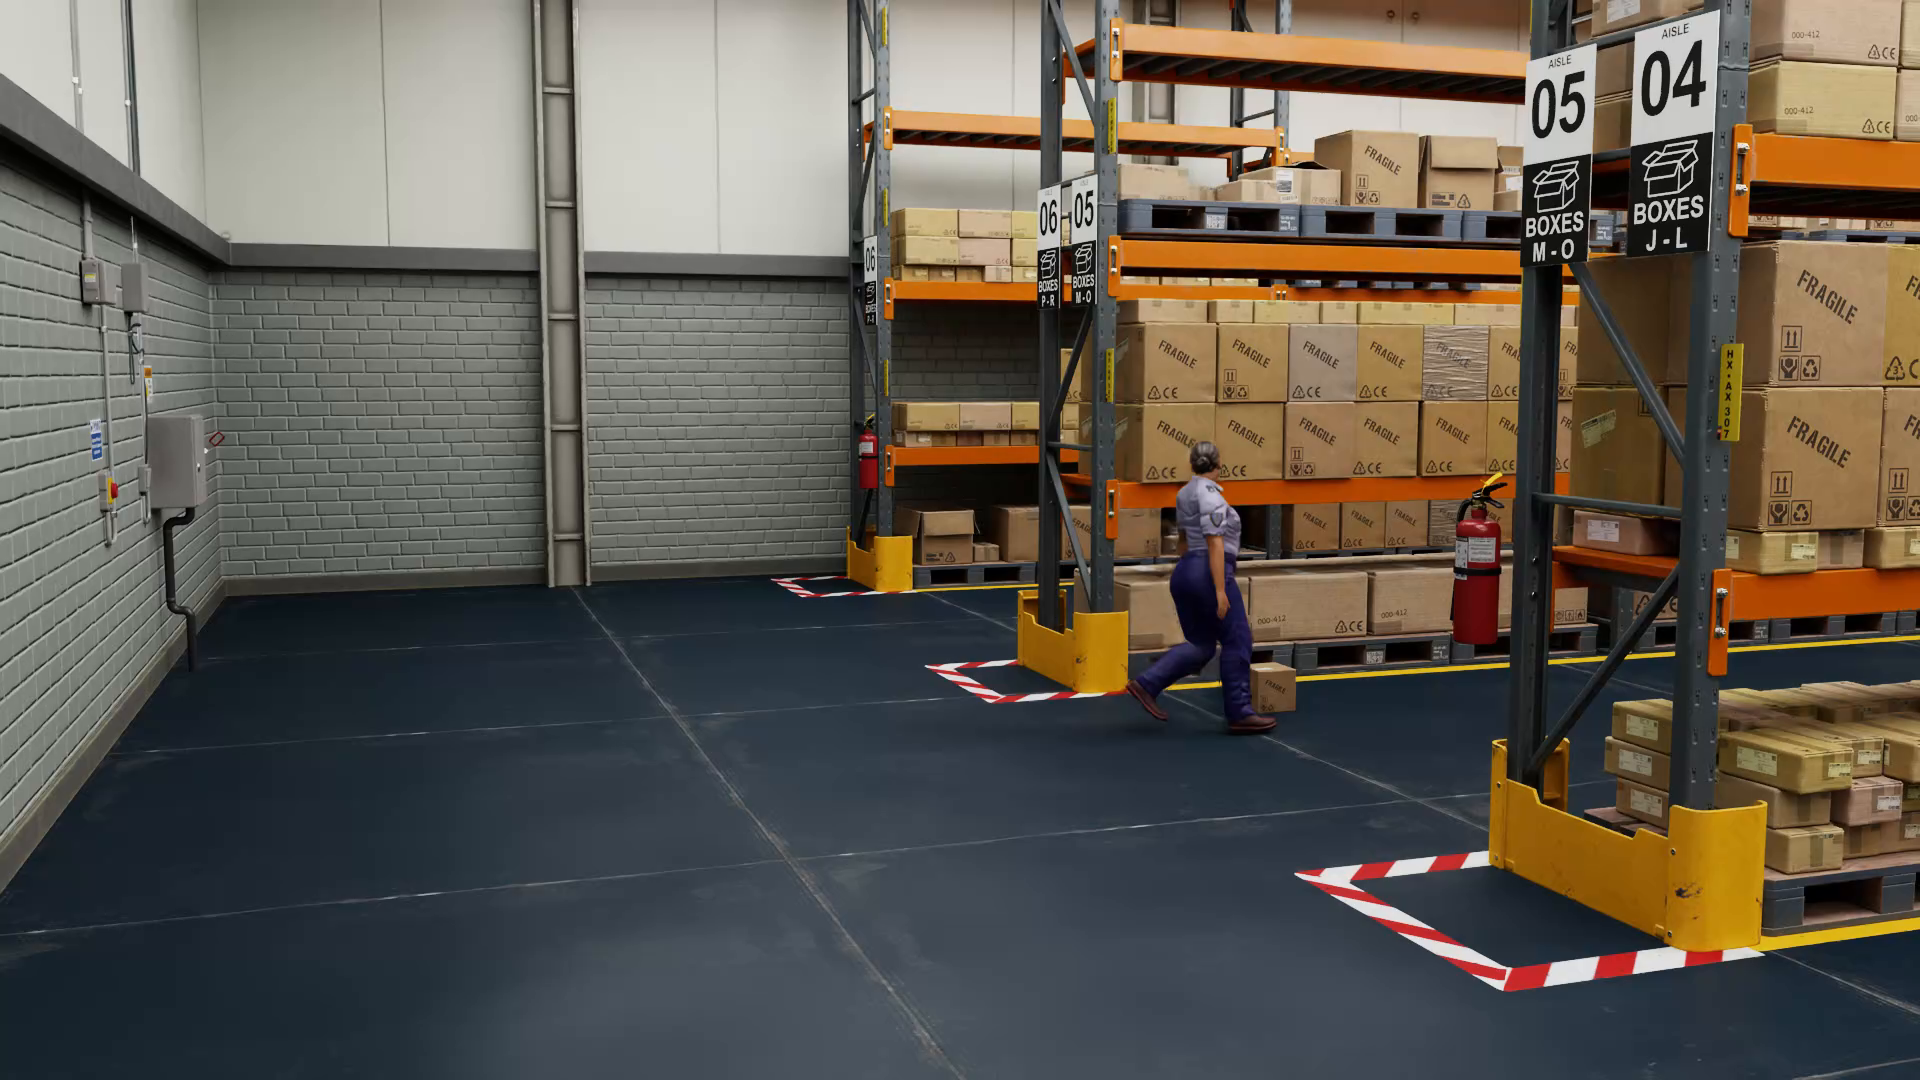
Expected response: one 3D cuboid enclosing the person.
[{"bbox_3d":[1.338,0.247,9.294,0.804,1.590,0.587,-1,6,-12],"label":"person"}]
